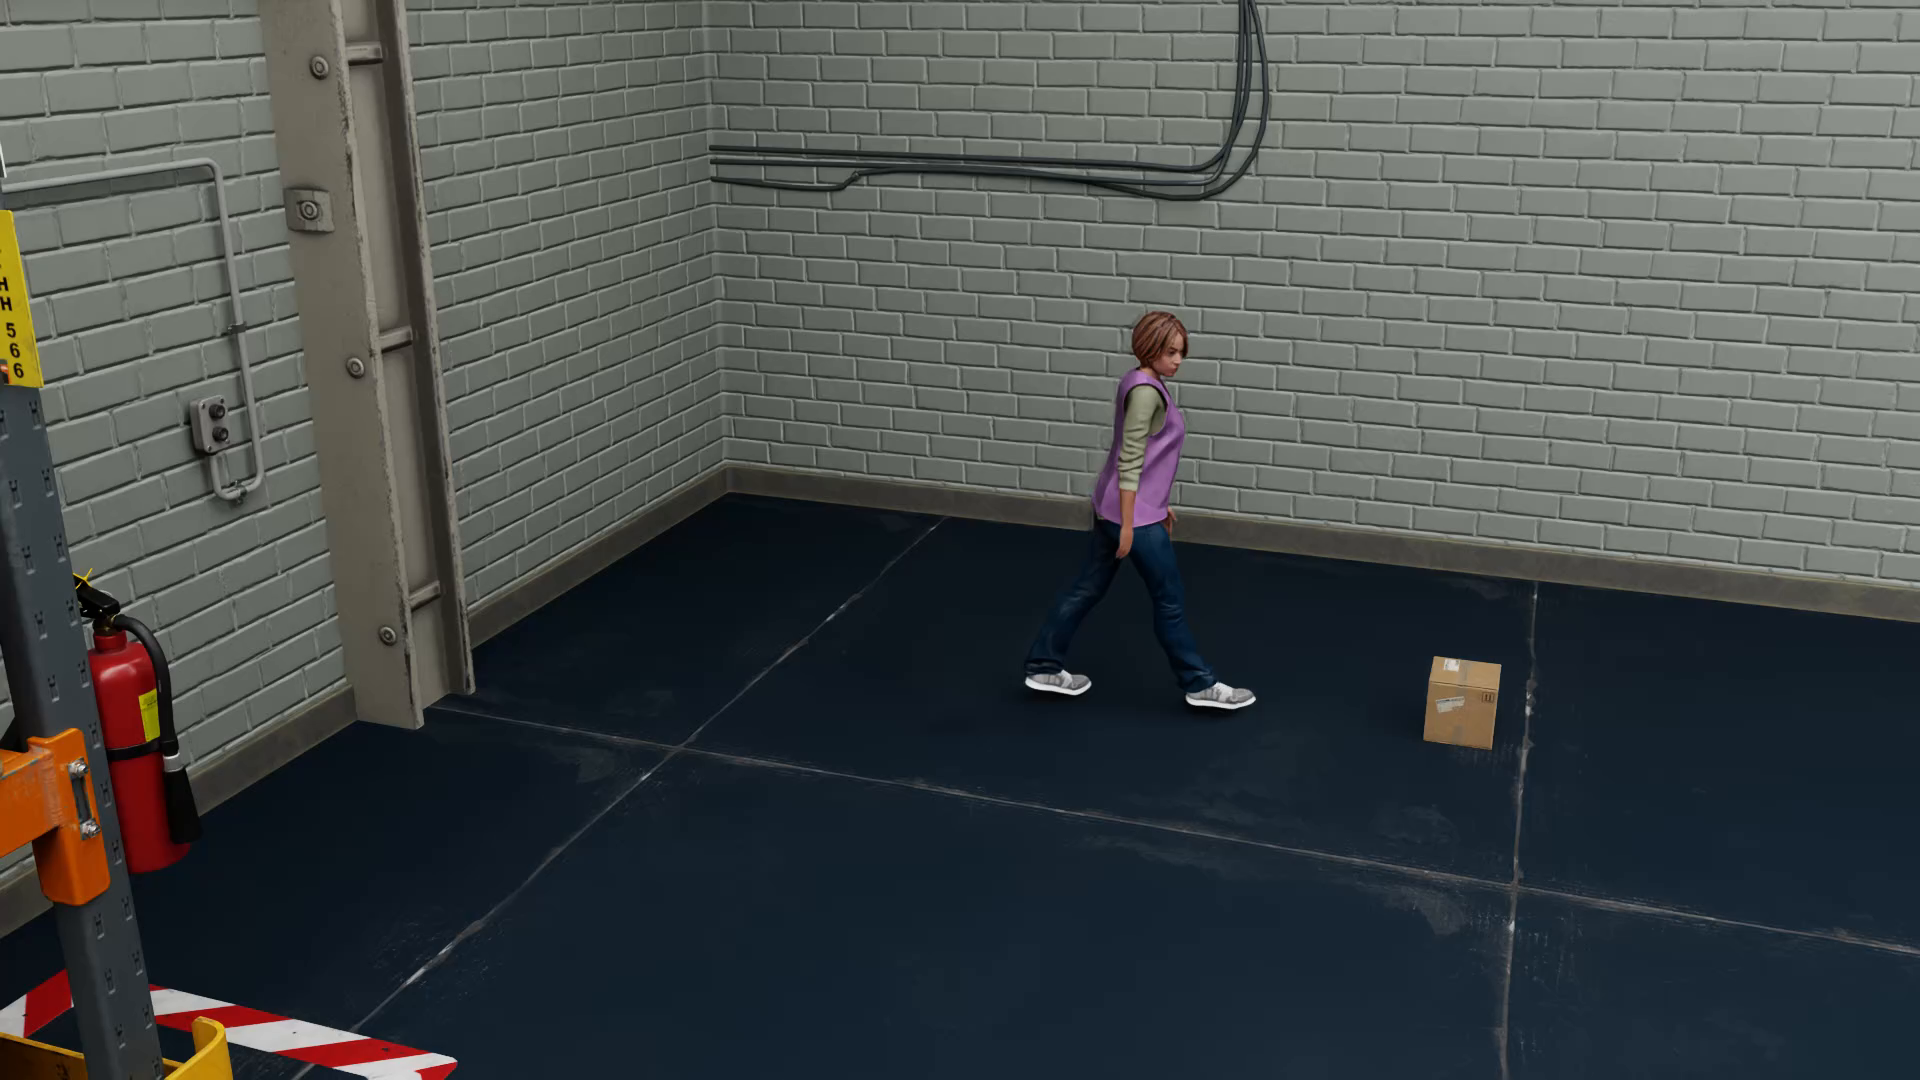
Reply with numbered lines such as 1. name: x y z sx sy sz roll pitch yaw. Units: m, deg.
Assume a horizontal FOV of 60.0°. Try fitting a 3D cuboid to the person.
1. person: 0.696 -0.109 6.358 0.897 1.543 0.425 -1 19 -2
